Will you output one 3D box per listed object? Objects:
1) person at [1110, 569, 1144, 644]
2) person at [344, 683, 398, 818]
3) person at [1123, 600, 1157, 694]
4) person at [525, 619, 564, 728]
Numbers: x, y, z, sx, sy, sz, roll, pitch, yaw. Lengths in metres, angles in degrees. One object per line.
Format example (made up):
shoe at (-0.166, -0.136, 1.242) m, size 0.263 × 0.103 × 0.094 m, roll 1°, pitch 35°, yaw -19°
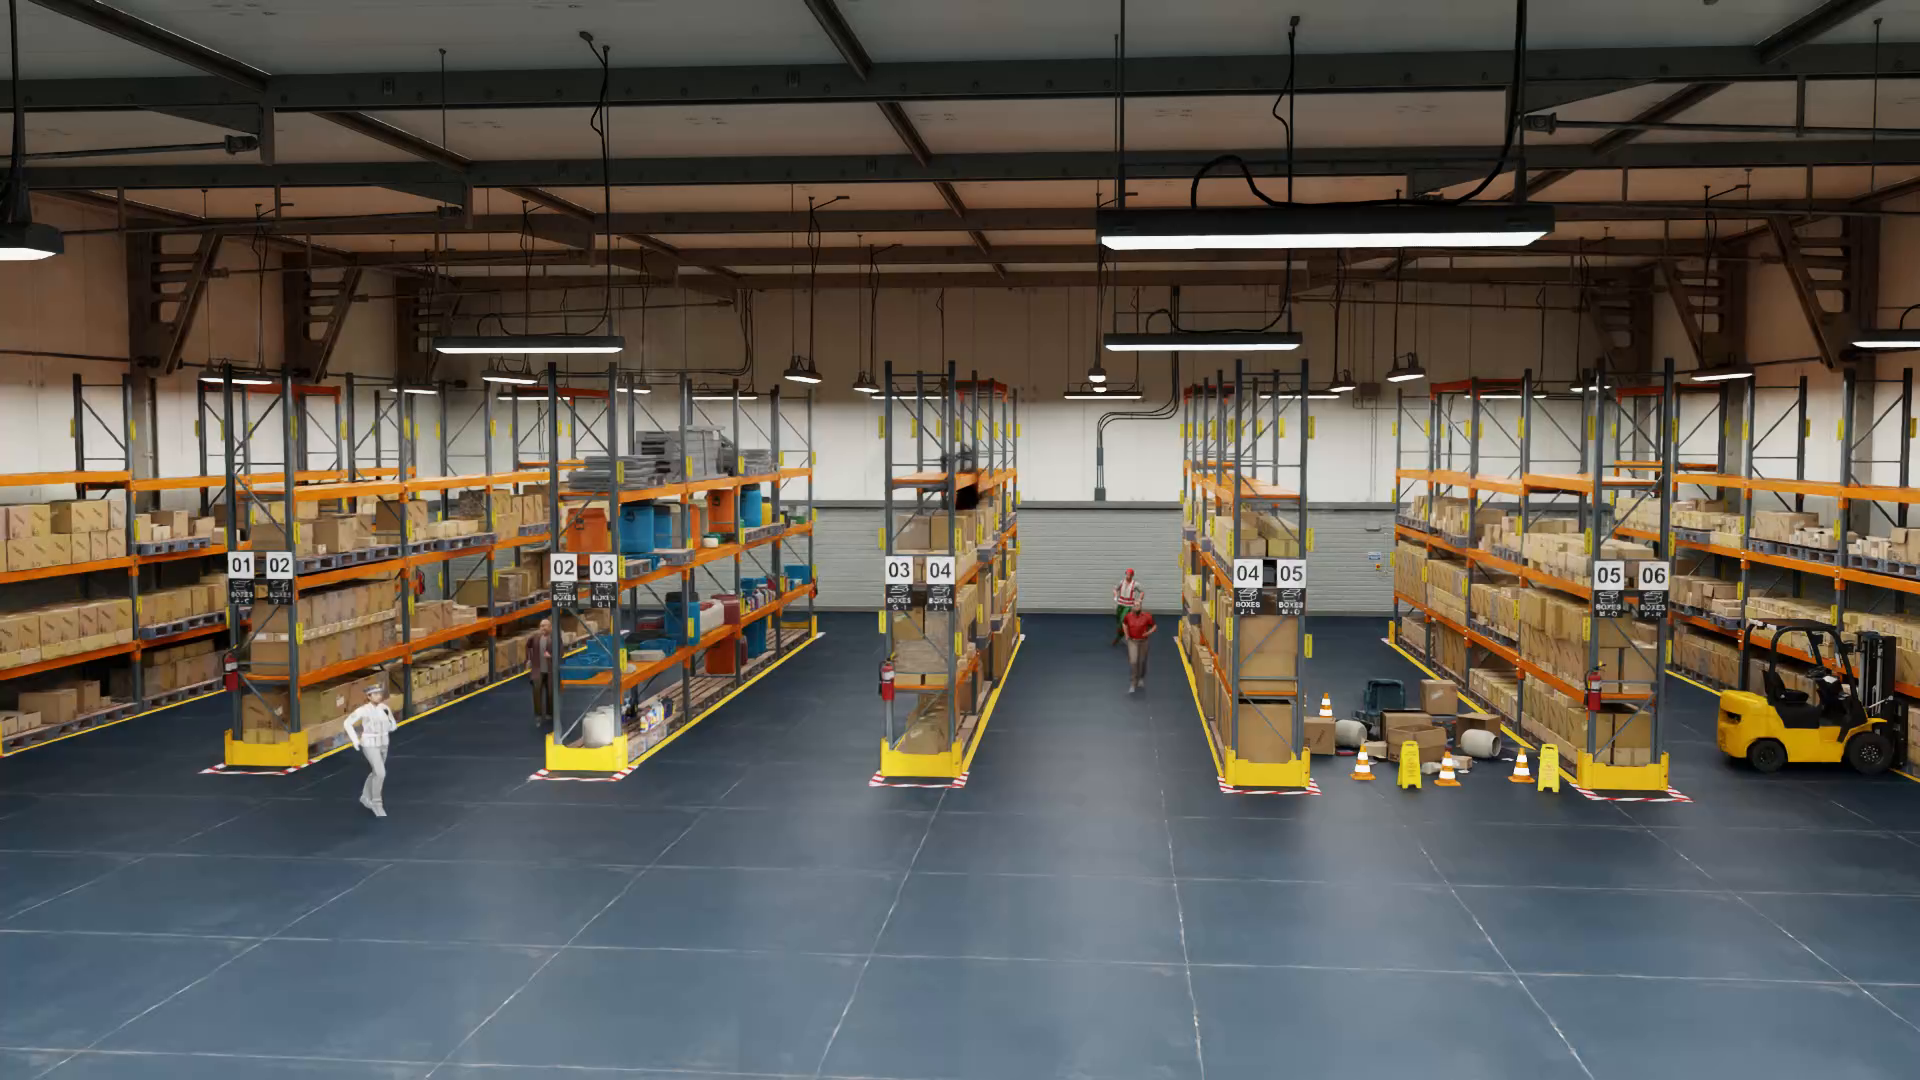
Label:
person at (3.901, 1.542, 39.013) m, size 0.717 × 1.751 × 0.986 m, roll 2°, pitch 4°, yaw 28°
person at (-7.630, 2.733, 21.688) m, size 0.740 × 1.749 × 0.578 m, roll 2°, pitch 4°, yaw 30°
person at (3.457, 2.034, 32.030) m, size 0.655 × 1.772 × 0.854 m, roll 0°, pitch 4°, yaw 8°
person at (-7.061, 2.308, 28.264) m, size 0.670 × 1.745 × 0.809 m, roll -1°, pitch 4°, yaw -10°
